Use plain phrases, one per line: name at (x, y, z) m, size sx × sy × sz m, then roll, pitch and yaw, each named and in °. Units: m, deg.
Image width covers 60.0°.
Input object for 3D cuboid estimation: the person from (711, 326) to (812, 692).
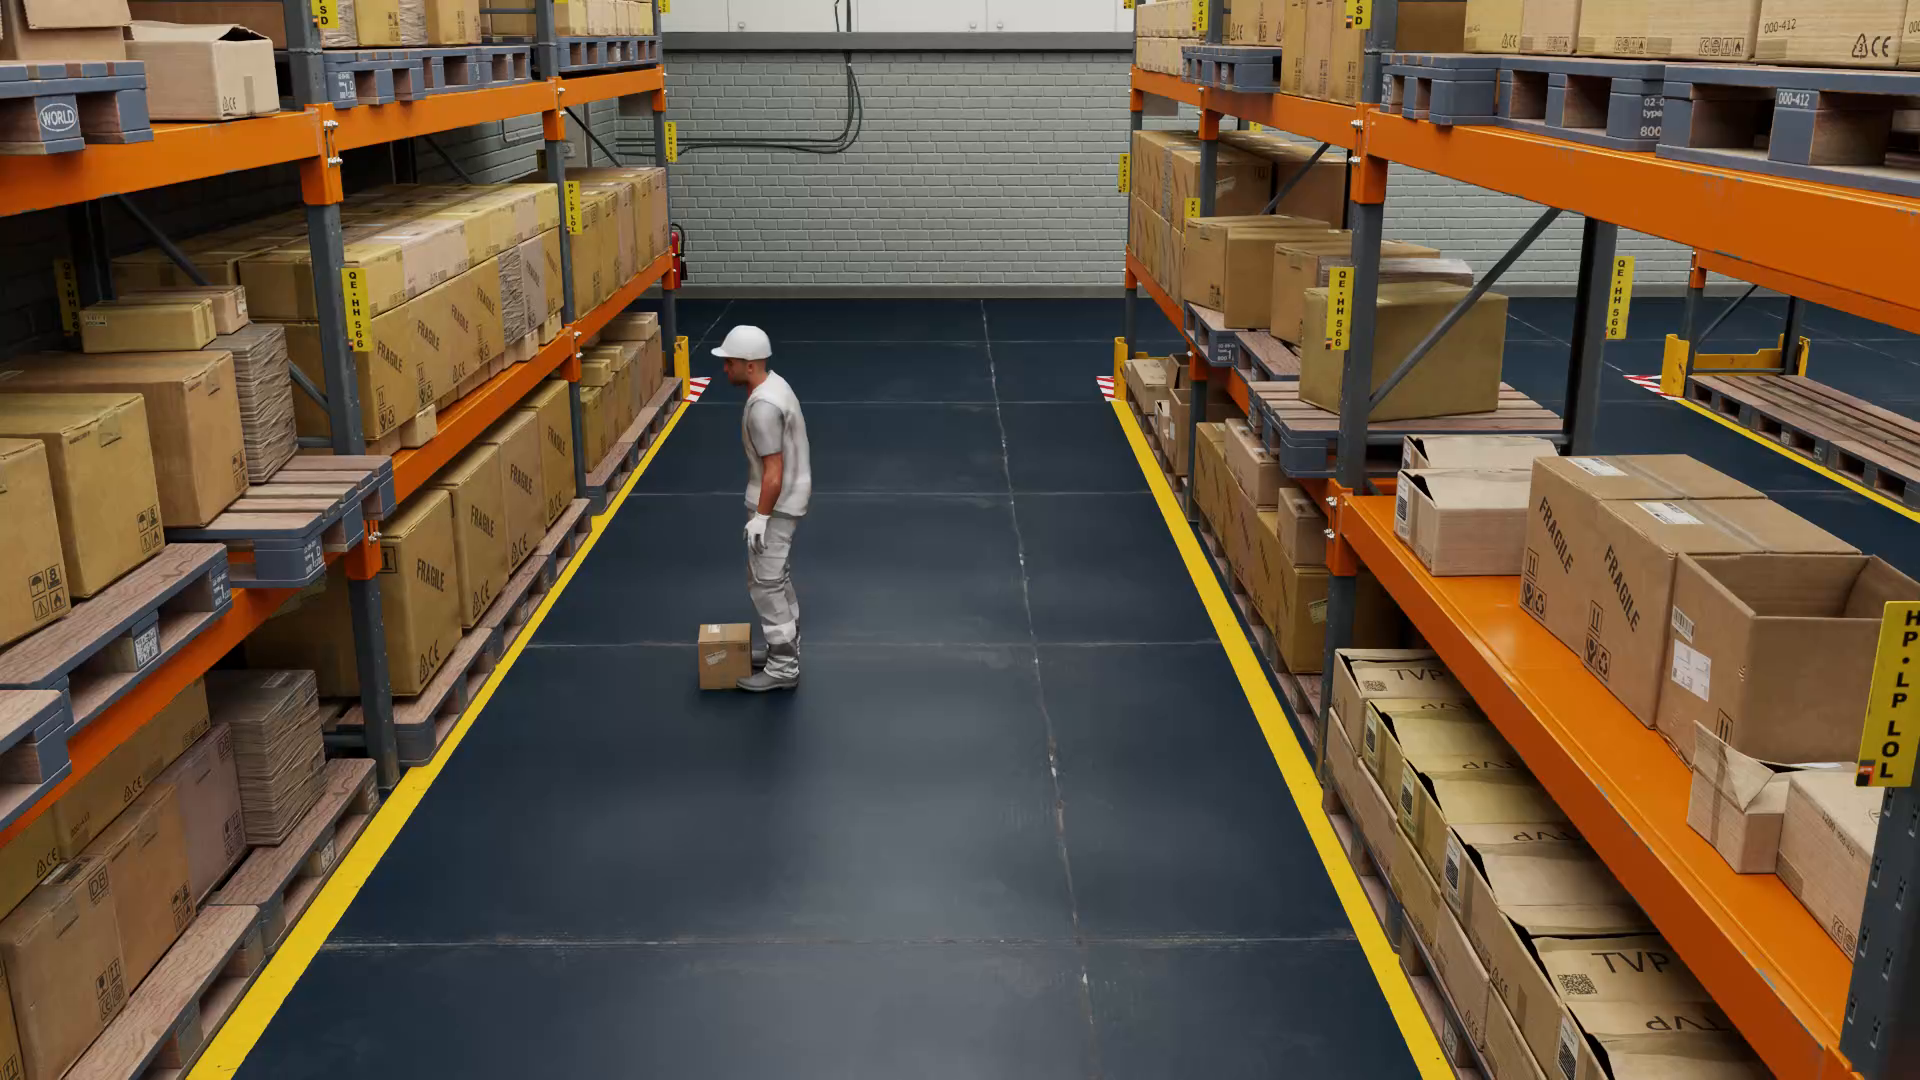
person at (-0.938, -0.153, 8.020) m, size 0.453 × 1.779 × 0.621 m, roll -1°, pitch 17°, yaw -2°
